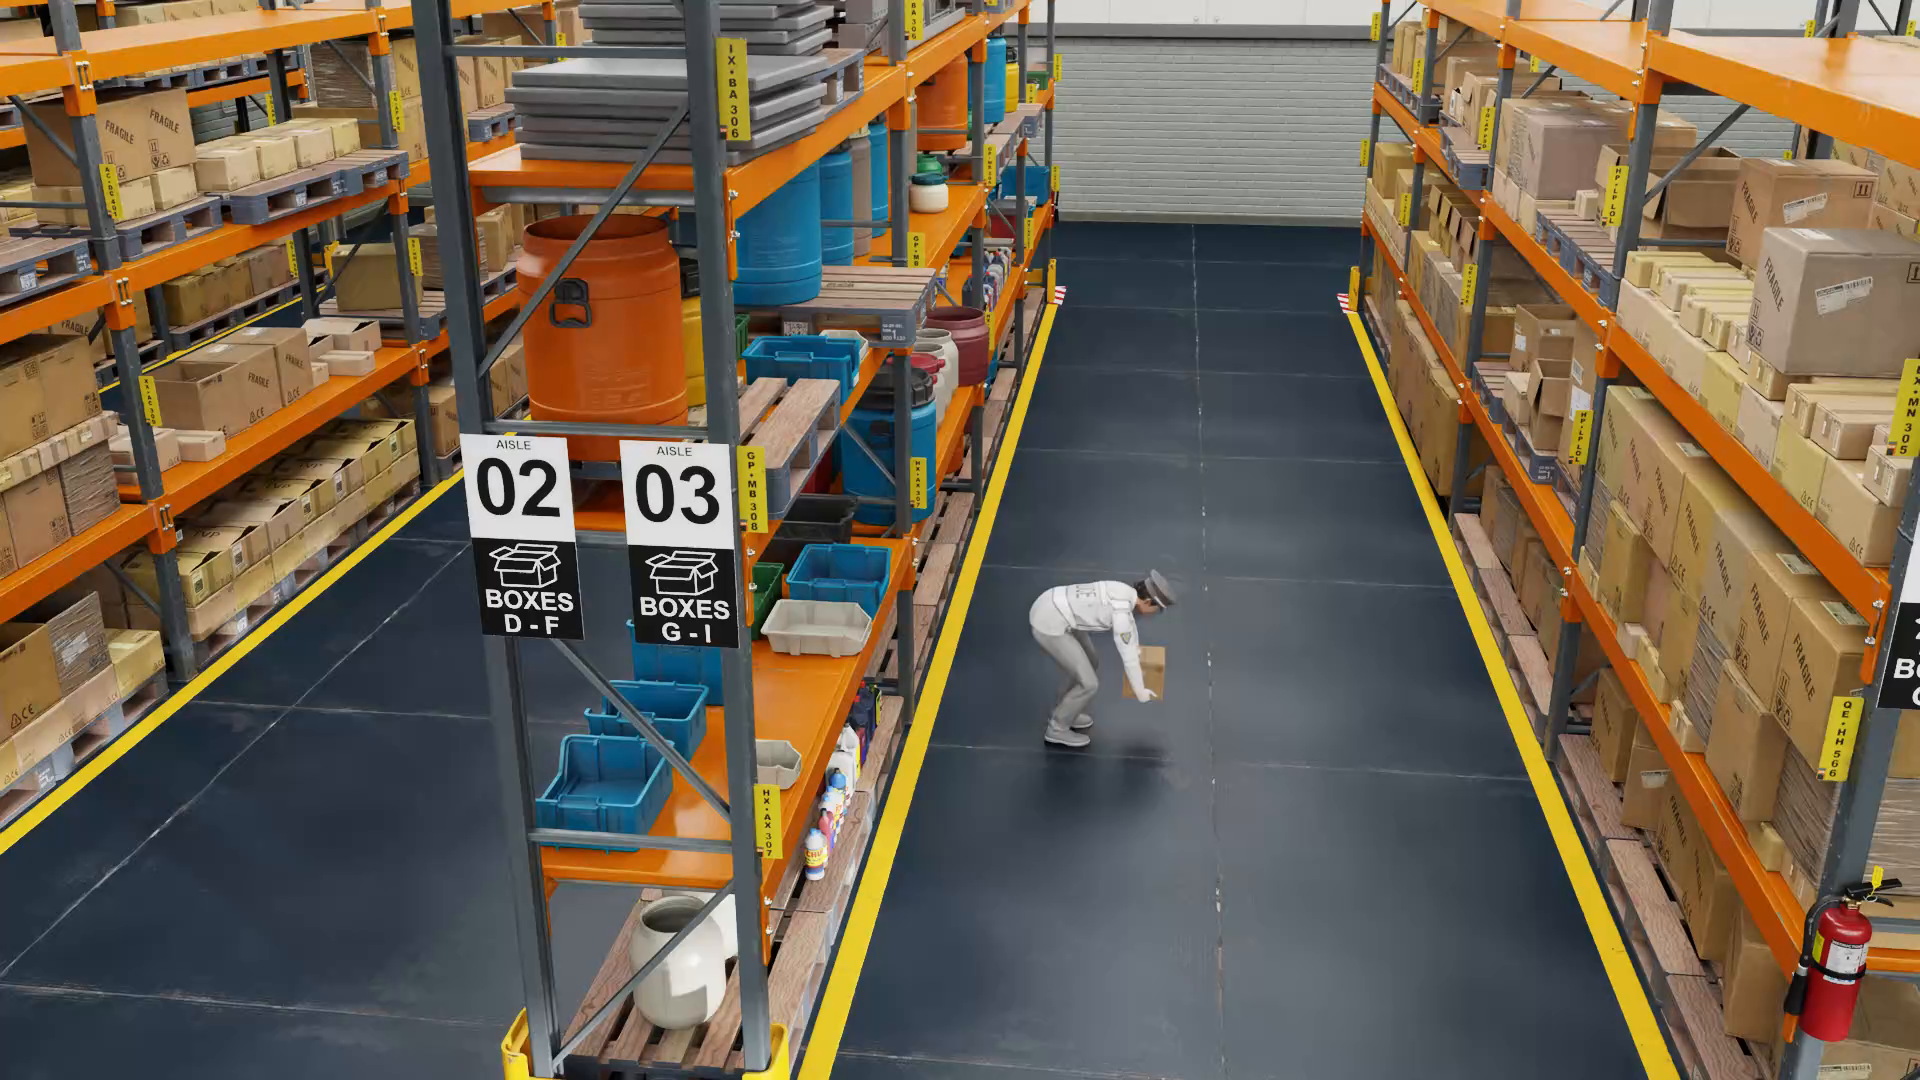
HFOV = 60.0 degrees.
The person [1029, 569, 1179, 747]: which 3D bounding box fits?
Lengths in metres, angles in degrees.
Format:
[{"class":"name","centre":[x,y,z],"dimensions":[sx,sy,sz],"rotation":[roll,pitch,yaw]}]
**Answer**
[{"class":"person","centre":[0.888,0.718,10.386],"dimensions":[0.917,1.125,0.445],"rotation":[1,21,4]}]
